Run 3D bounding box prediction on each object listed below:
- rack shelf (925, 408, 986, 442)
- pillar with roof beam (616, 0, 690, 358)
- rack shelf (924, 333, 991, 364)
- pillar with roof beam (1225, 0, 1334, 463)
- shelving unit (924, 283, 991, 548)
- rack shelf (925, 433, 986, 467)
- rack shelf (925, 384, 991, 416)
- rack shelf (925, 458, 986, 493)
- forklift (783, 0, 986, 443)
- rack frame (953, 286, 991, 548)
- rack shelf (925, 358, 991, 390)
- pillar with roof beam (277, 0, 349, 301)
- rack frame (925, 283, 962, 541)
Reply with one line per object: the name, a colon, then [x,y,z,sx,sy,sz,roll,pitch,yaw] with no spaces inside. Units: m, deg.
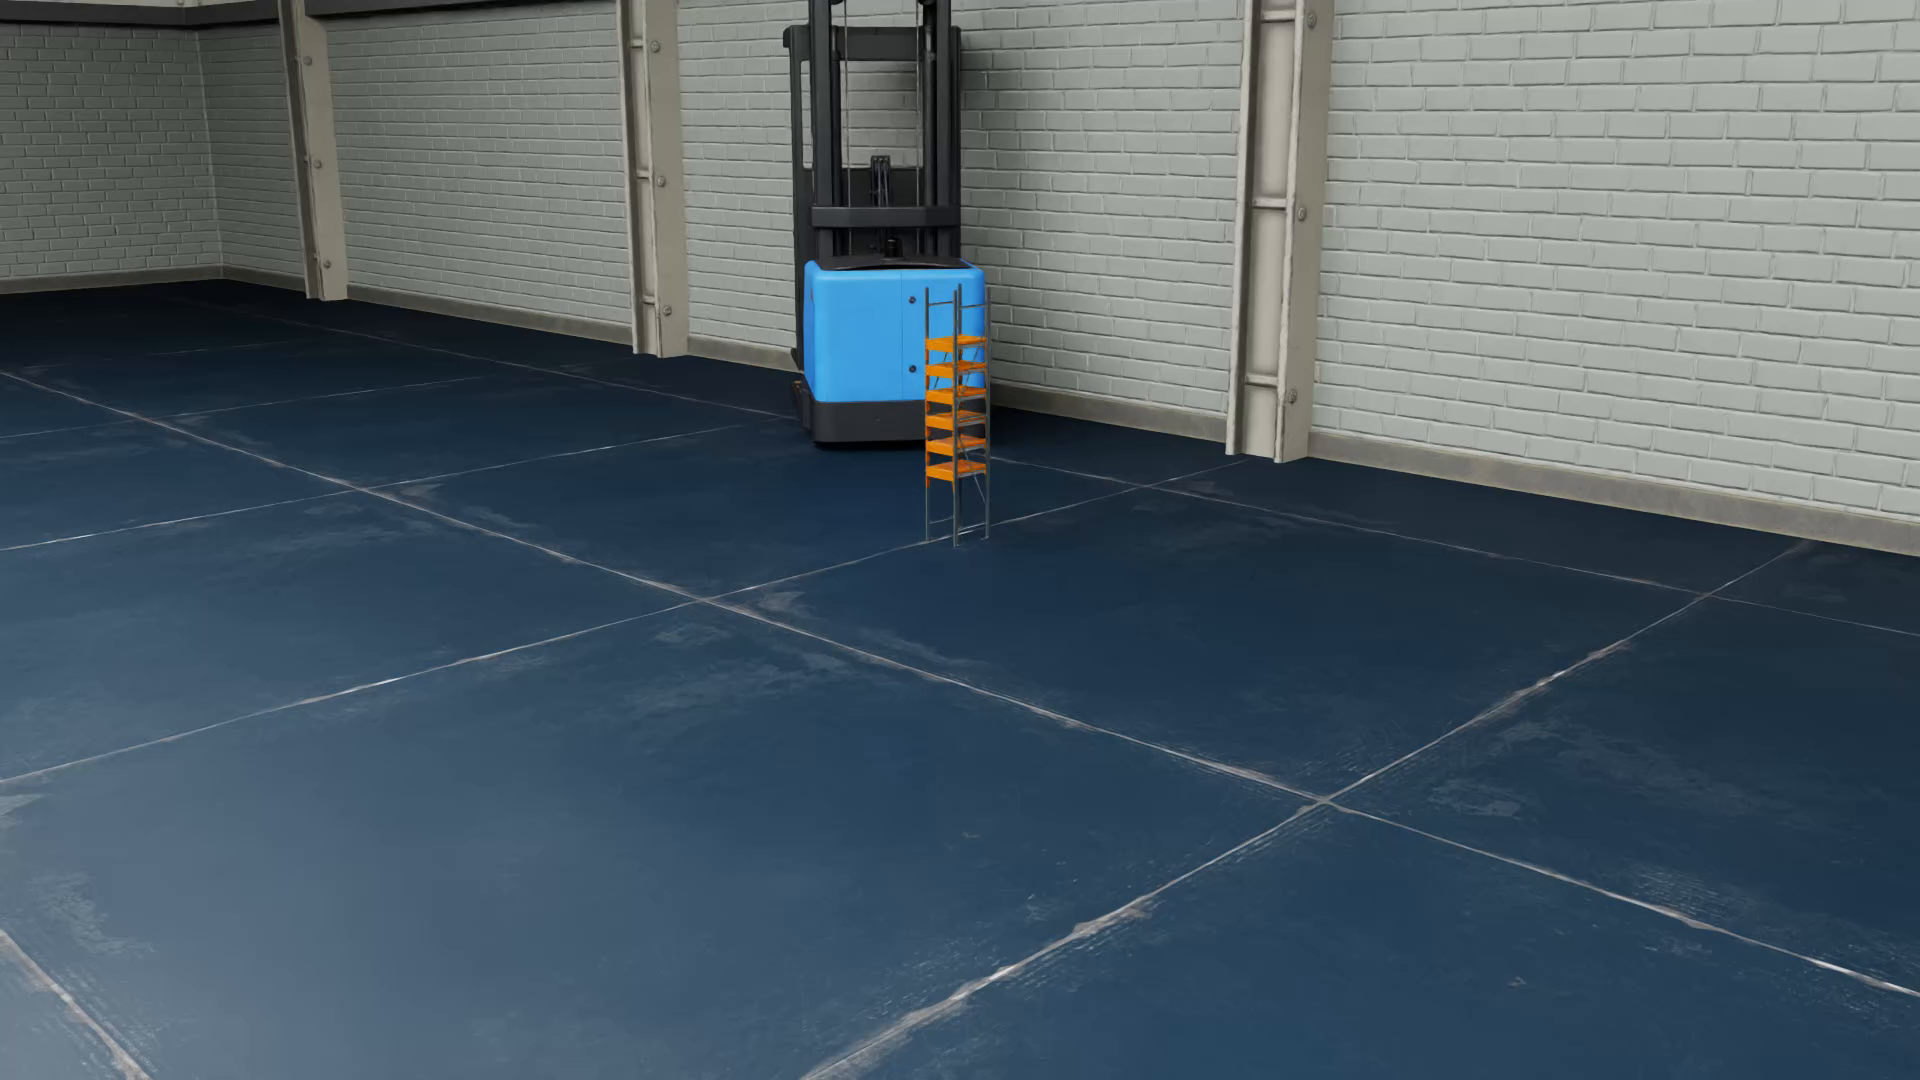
rack shelf: [-0.010,-0.540,7.802,0.180,0.103,0.258,14,20,42]
pillar with roof beam: [-5.481,-5.130,9.773,0.400,9.000,9.100,14,20,42]
rack shelf: [-0.010,-0.889,7.711,0.180,0.103,0.258,14,20,42]
pillar with roof beam: [-1.162,-4.080,5.743,0.400,9.000,9.100,14,20,42]
shelving unit: [-0.010,-0.583,7.791,0.189,1.200,0.258,14,20,42]
rack shelf: [-0.010,-0.424,7.832,0.180,0.103,0.258,14,20,42]
rack shelf: [-0.010,-0.656,7.771,0.180,0.103,0.258,14,20,42]
rack shelf: [-0.010,-0.308,7.862,0.180,0.103,0.258,14,20,42]
forklift: [-0.579,-2.322,11.031,1.130,2.935,3.031,-2,15,-9]
rack frame: [0.055,-0.567,7.729,0.006,1.200,0.240,14,20,42]
rack shelf: [-0.010,-0.772,7.741,0.180,0.103,0.258,14,20,42]
pillar with roof beam: [-9.800,-6.180,13.803,0.400,9.000,9.100,14,20,42]
rack frame: [-0.076,-0.599,7.852,0.006,1.200,0.240,14,20,42]
